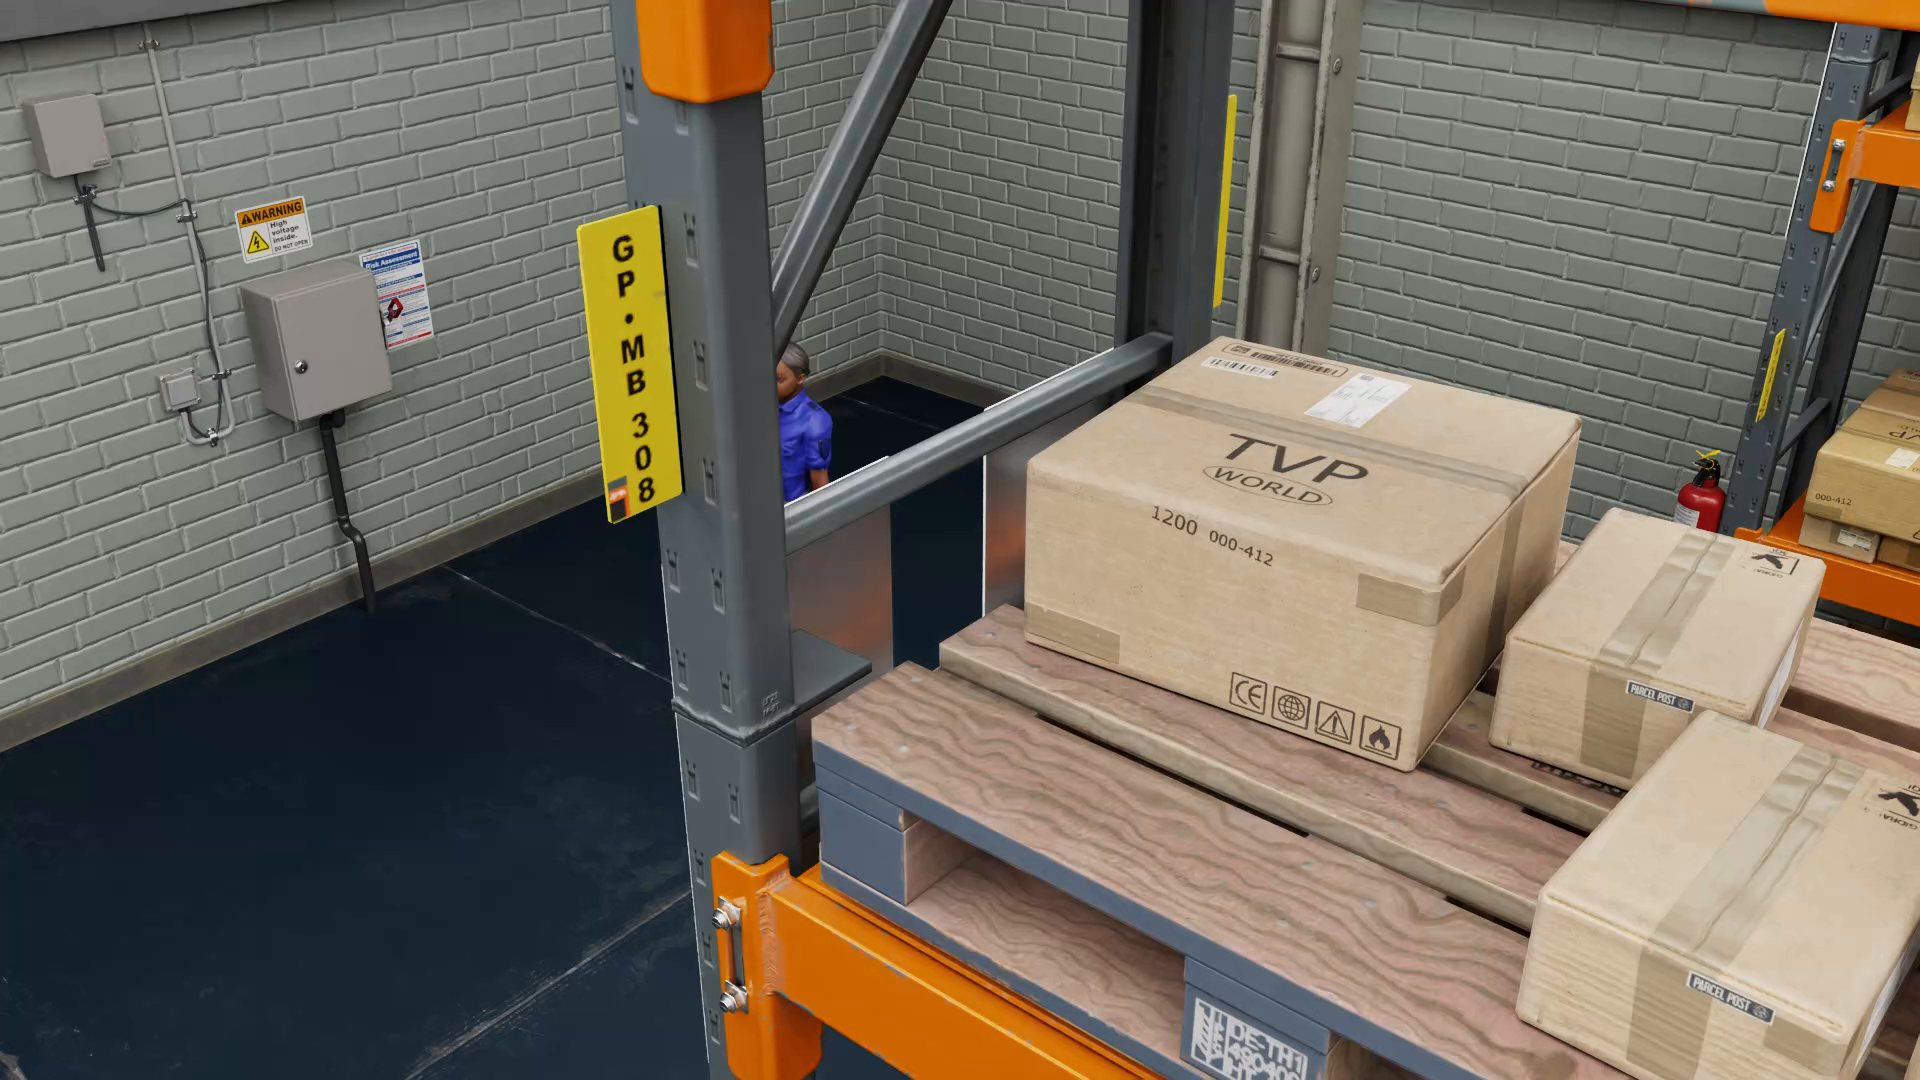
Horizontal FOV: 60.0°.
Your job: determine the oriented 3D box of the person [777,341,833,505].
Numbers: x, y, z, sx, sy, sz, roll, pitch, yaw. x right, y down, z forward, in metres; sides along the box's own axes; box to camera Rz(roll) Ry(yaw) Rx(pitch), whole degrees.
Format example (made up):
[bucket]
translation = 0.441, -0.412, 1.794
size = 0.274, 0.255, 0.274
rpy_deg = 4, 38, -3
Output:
[person]
translation = -0.738, -0.081, 7.285
size = 0.436, 1.657, 0.307
rpy_deg = 22, 35, 35
